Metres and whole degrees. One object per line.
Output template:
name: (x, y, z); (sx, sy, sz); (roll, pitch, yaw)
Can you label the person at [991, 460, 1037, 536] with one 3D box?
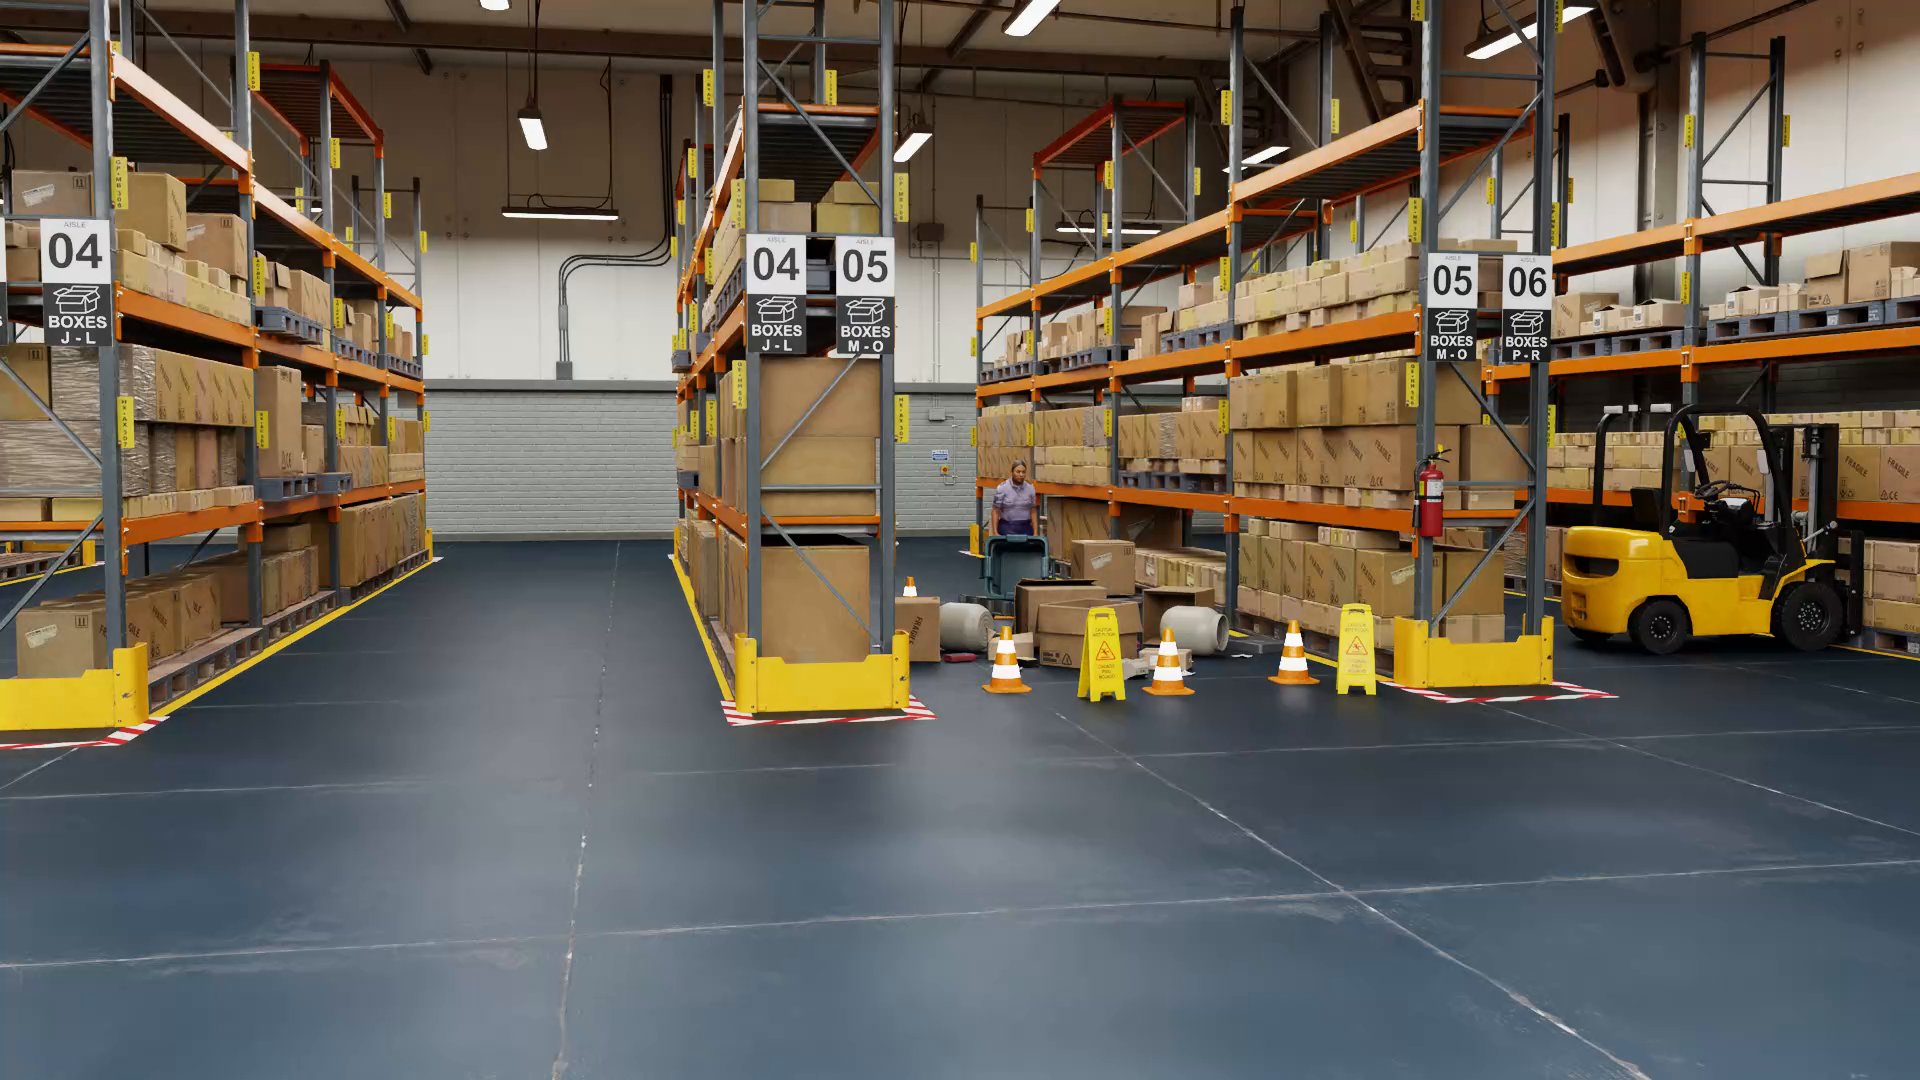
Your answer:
person: (0.598, -0.047, 18.078); (0.537, 1.651, 0.337); (-1, 3, -16)
